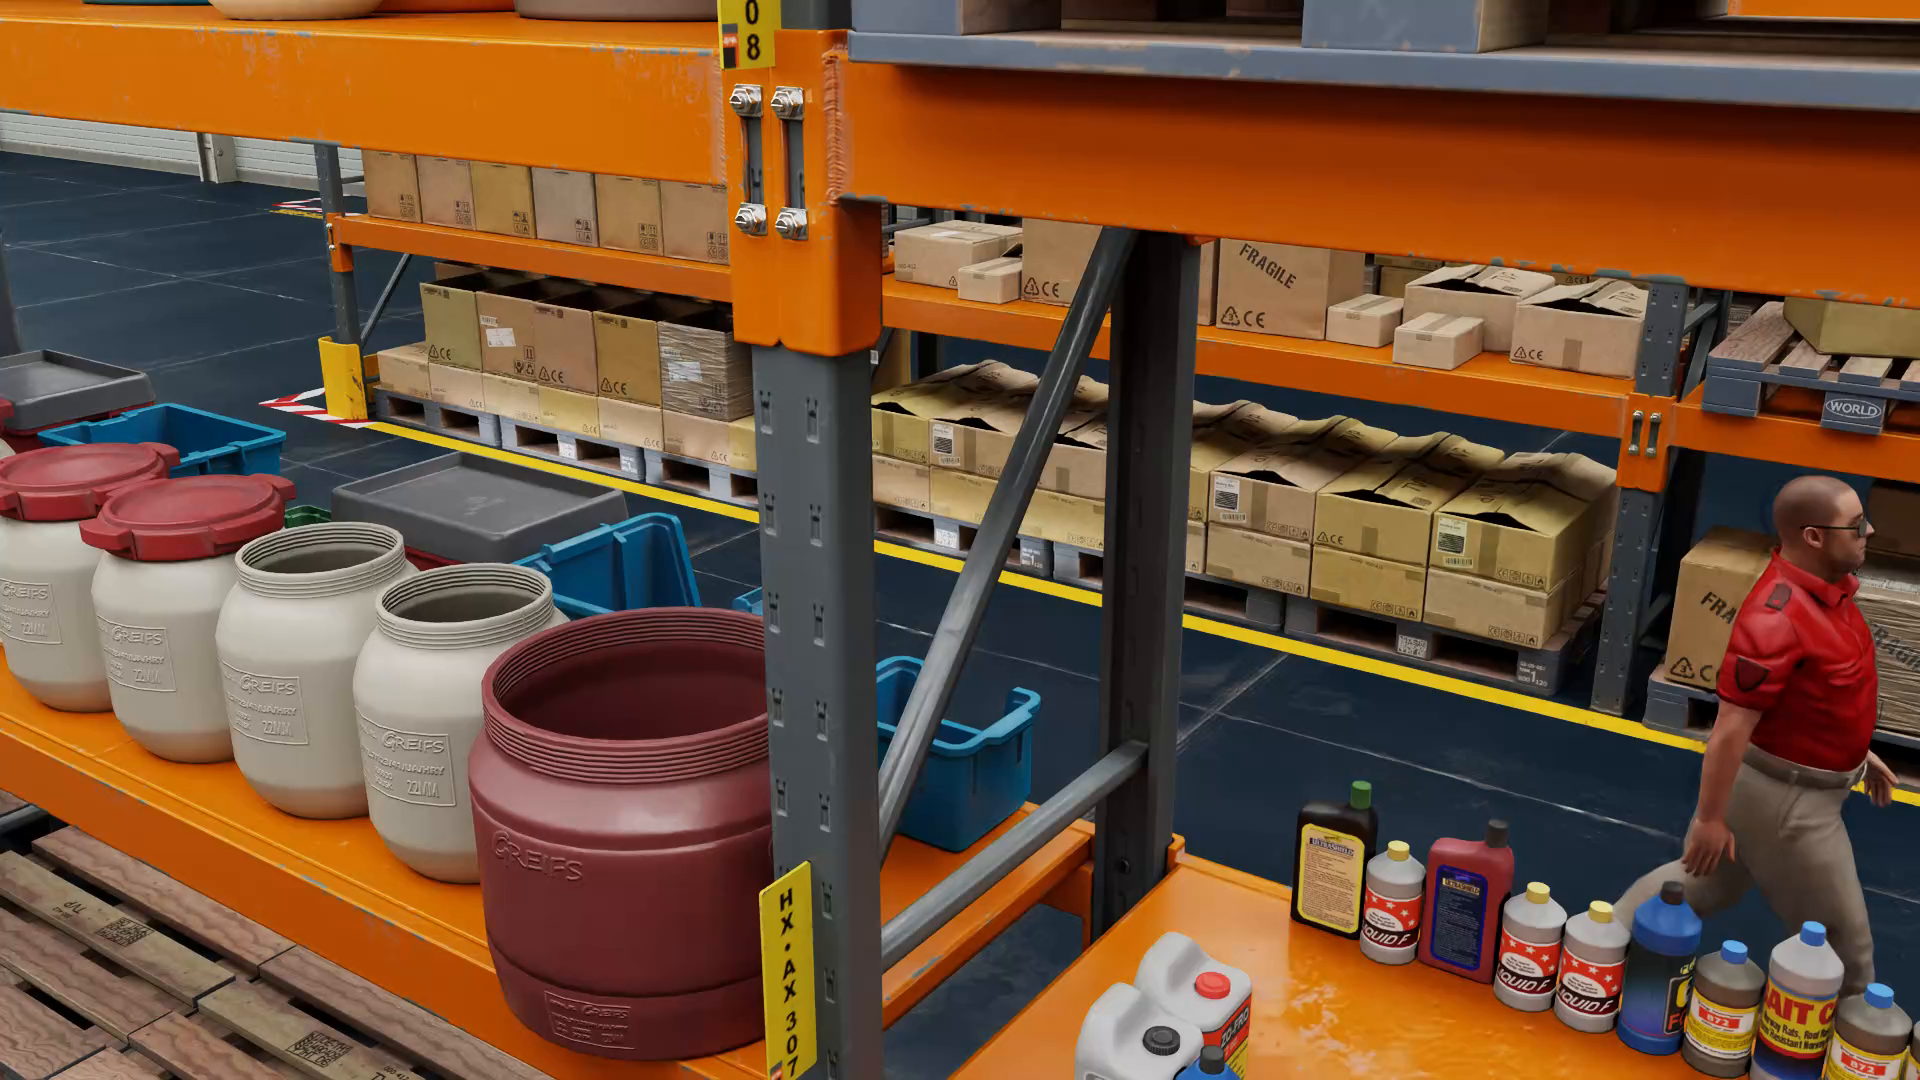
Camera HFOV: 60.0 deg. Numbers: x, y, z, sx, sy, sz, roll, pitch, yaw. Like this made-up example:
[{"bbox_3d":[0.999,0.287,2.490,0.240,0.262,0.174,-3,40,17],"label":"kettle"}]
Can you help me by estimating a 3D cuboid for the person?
[{"bbox_3d":[2.187,0.637,4.314,1.037,1.671,0.579,11,22,27],"label":"person"}]
